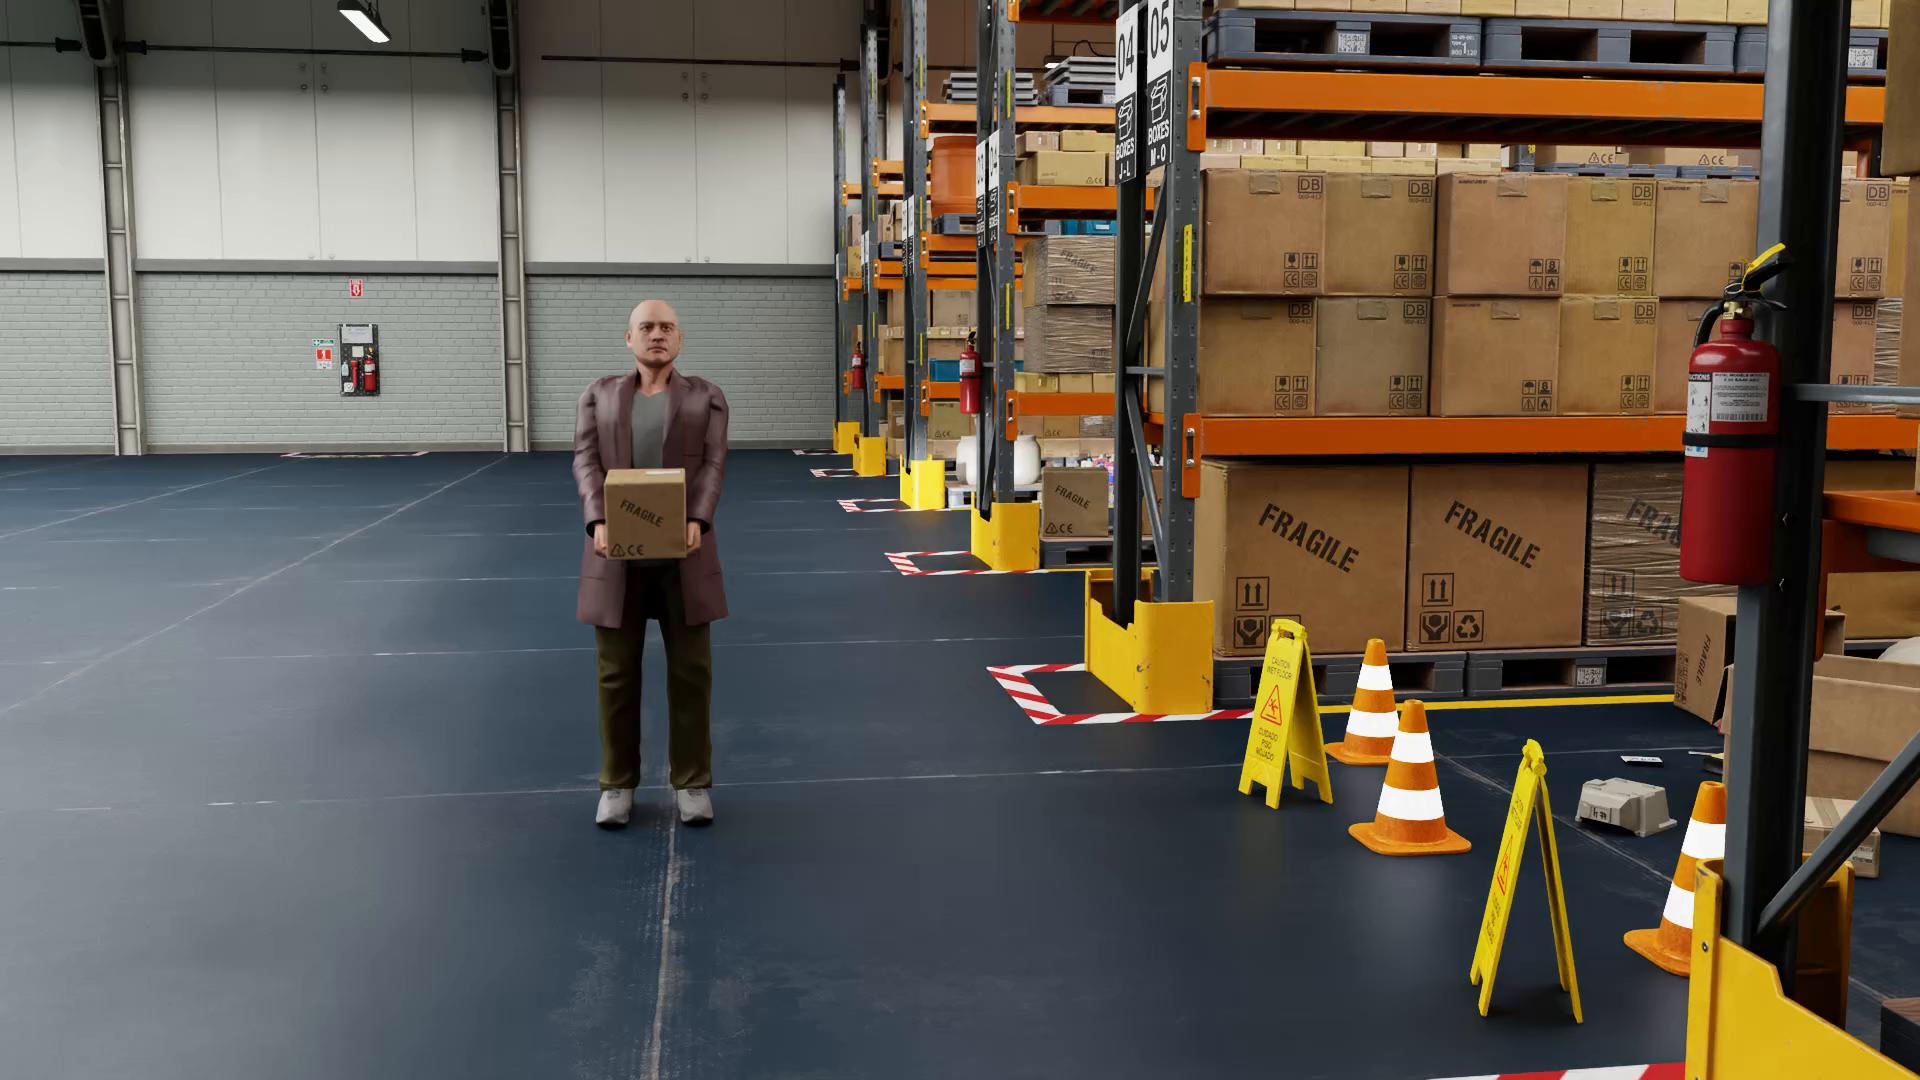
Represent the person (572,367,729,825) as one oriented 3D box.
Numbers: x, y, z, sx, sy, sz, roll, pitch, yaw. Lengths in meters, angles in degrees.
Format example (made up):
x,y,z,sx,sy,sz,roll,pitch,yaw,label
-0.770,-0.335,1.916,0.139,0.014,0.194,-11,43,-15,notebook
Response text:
x,y,z,sx,sy,sz,roll,pitch,yaw,label
-1.041,0.177,5.653,0.529,1.559,0.468,-1,6,-9,person
